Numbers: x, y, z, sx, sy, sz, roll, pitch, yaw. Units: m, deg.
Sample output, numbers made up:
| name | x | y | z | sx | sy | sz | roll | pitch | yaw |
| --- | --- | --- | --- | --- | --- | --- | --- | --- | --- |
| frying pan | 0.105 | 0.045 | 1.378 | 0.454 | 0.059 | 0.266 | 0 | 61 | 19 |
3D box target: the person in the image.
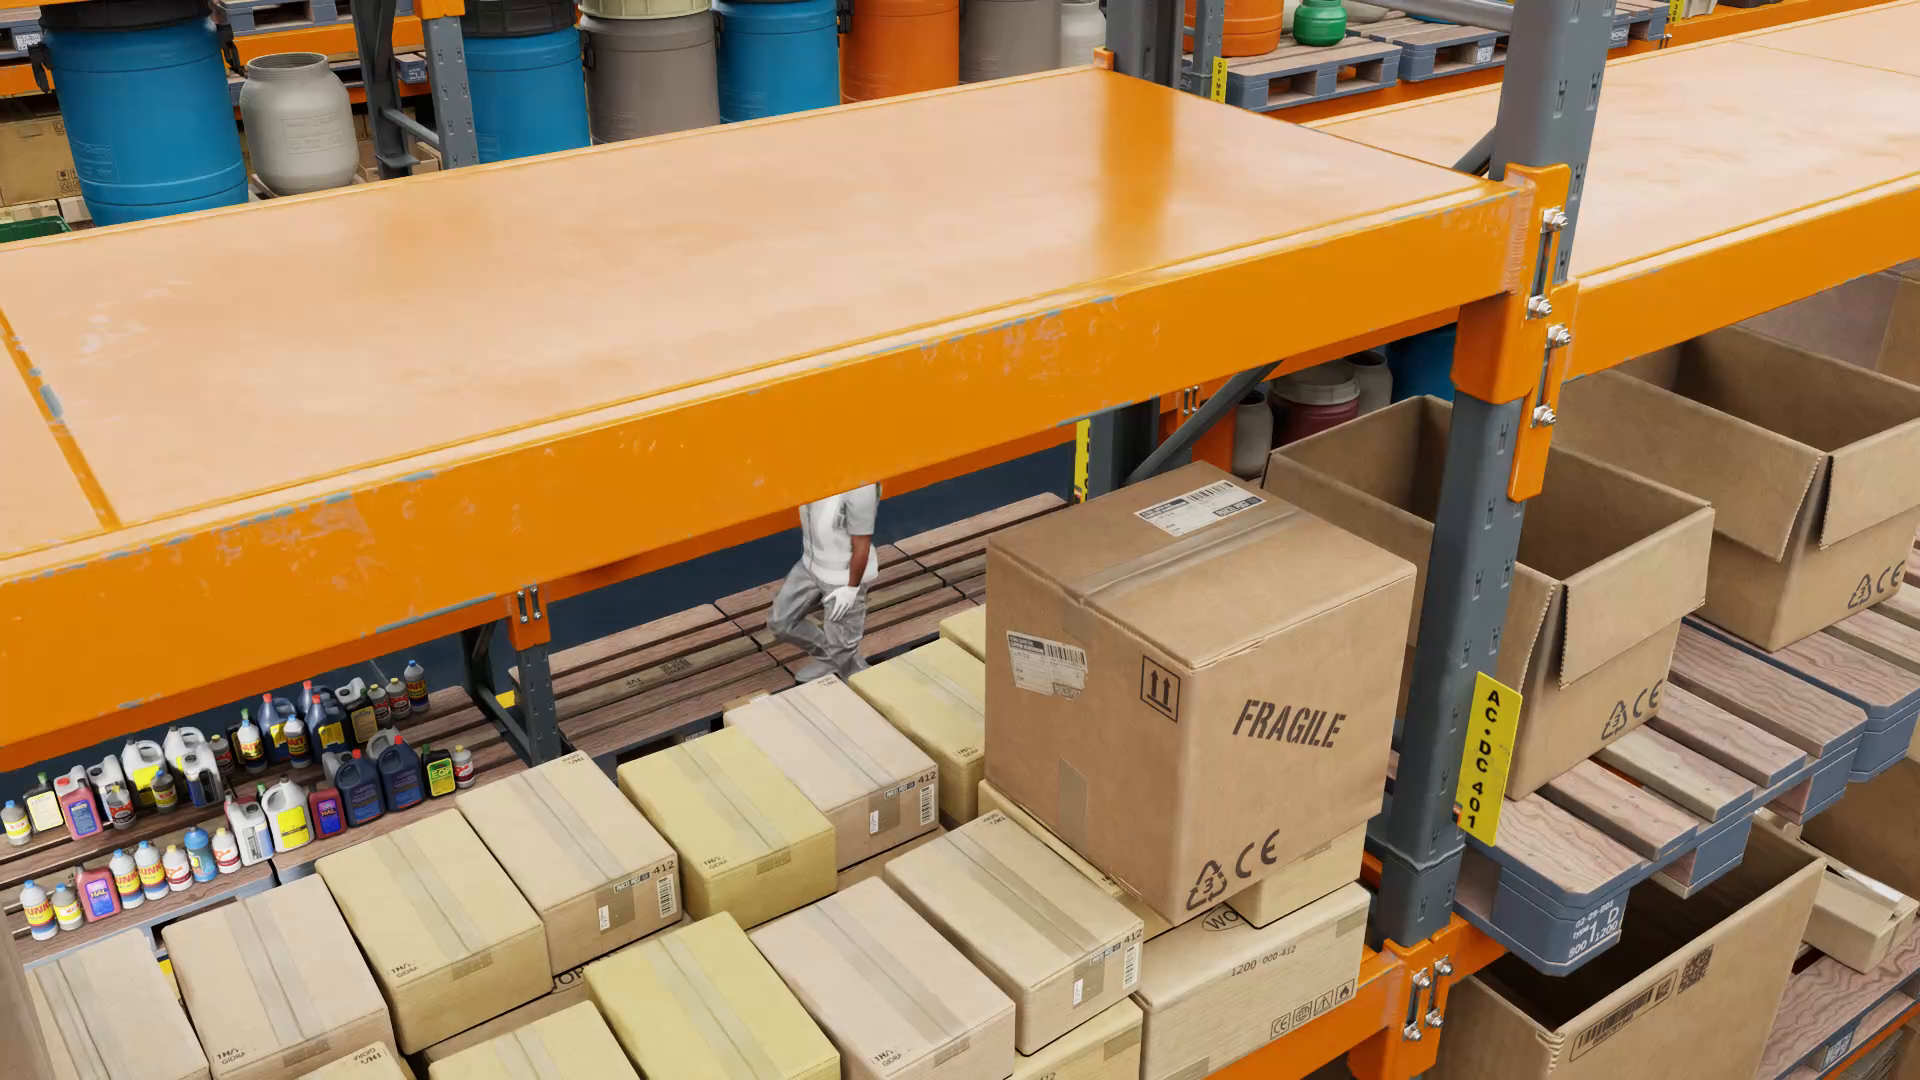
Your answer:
| name | x | y | z | sx | sy | sz | roll | pitch | yaw |
| --- | --- | --- | --- | --- | --- | --- | --- | --- | --- |
| person | -0.672 | 0.188 | 8.336 | 0.506 | 1.759 | 0.559 | -18 | 33 | -29 |
